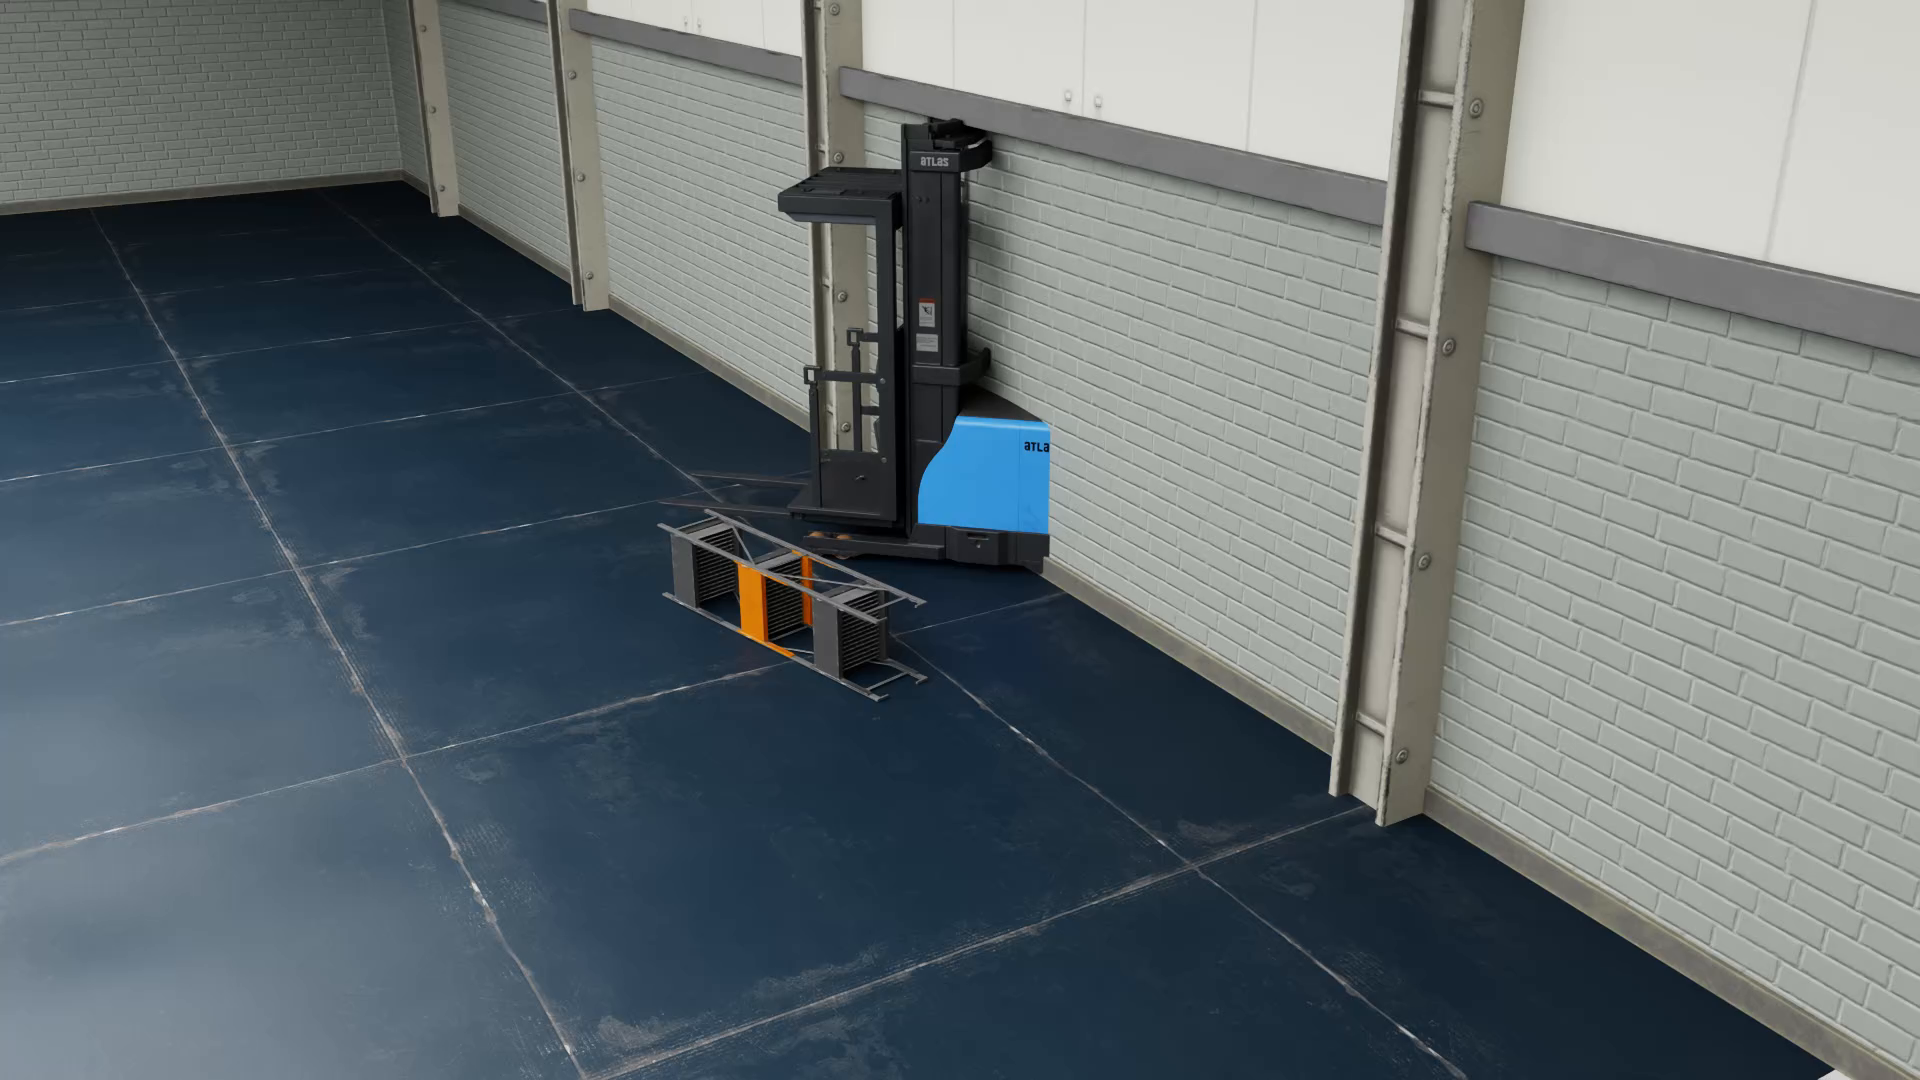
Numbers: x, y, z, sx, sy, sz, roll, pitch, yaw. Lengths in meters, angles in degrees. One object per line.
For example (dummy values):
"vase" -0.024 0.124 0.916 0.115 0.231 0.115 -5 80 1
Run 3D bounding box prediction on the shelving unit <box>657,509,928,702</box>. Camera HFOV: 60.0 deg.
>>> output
"shelving unit" -1.067 0.360 10.240 0.431 0.503 2.100 -20 30 -41

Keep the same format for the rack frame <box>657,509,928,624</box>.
"rack frame" -1.067 0.134 10.148 0.400 0.015 2.100 -20 30 -41

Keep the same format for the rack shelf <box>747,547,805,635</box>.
"rack shelf" -1.154 0.327 10.321 0.368 0.457 0.174 -20 30 -41

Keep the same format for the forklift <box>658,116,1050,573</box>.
"forklift" -0.607 -1.412 11.392 3.031 2.935 1.130 5 23 12

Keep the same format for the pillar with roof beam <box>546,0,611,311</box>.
"pillar with roof beam" -7.694 -5.887 14.344 9.100 9.000 0.400 -13 25 -28

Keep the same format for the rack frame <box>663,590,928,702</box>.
"rack frame" -1.067 0.586 10.332 0.400 0.015 2.100 -20 30 -41

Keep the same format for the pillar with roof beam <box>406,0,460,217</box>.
"pillar with roof beam" -10.759 -7.829 19.123 9.100 9.000 0.400 -13 25 -28

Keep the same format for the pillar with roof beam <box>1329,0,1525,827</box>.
"pillar with roof beam" -1.565 -2.002 4.787 9.100 9.000 0.400 -13 25 -28

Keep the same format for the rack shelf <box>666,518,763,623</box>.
"rack shelf" -1.550 0.176 10.692 0.431 0.480 0.518 -20 30 -41

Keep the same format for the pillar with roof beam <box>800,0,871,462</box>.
"pillar with roof beam" -4.629 -3.945 9.566 9.100 9.000 0.400 -13 25 -28

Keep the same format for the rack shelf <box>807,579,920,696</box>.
"rack shelf" -0.565 0.551 9.770 0.431 0.480 0.518 -20 30 -41
